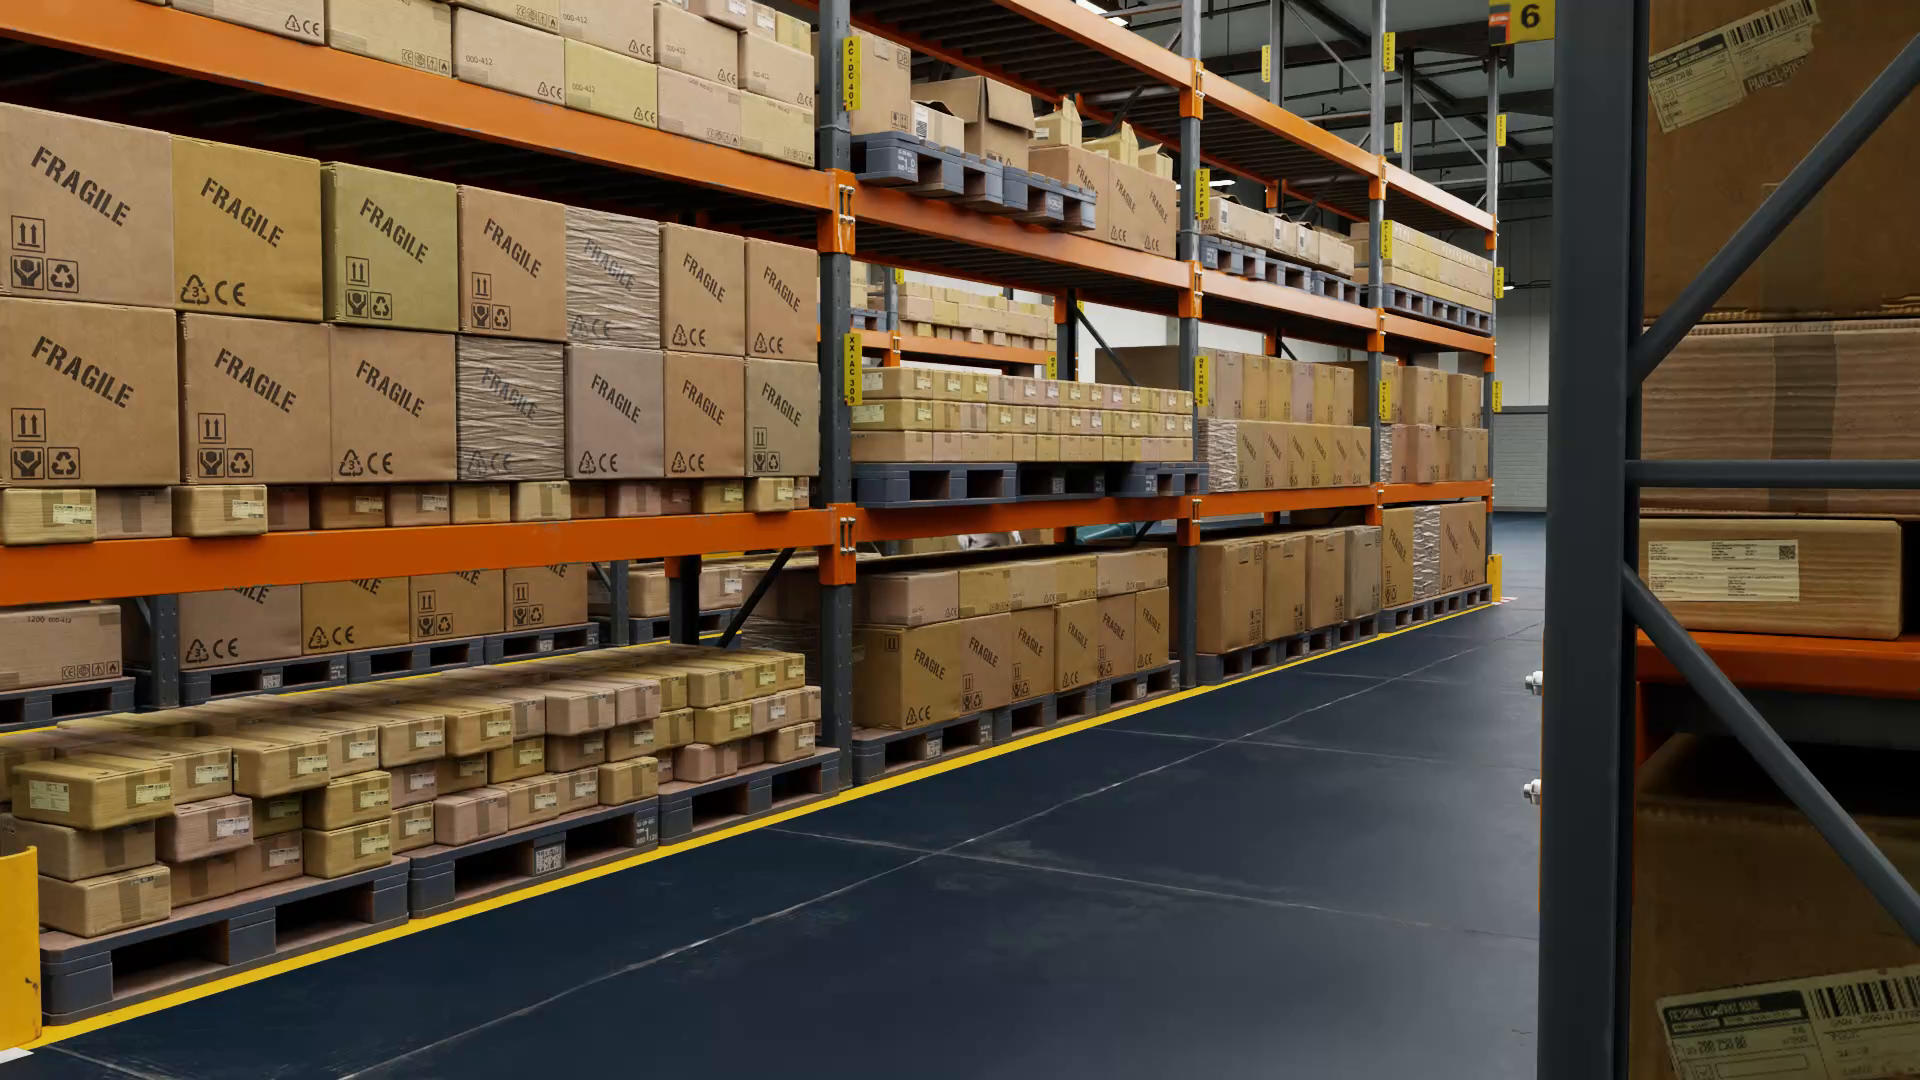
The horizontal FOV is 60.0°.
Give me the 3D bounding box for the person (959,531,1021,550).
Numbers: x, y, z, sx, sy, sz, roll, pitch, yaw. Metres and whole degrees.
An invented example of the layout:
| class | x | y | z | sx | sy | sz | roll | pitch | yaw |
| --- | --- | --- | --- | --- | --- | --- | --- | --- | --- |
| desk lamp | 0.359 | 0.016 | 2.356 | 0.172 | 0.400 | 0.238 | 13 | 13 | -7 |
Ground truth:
| class | x | y | z | sx | sy | sz | roll | pitch | yaw |
| --- | --- | --- | --- | --- | --- | --- | --- | --- | --- |
| person | 0.228 | -0.026 | 13.404 | 0.690 | 1.776 | 0.568 | -2 | 3 | -35 |
